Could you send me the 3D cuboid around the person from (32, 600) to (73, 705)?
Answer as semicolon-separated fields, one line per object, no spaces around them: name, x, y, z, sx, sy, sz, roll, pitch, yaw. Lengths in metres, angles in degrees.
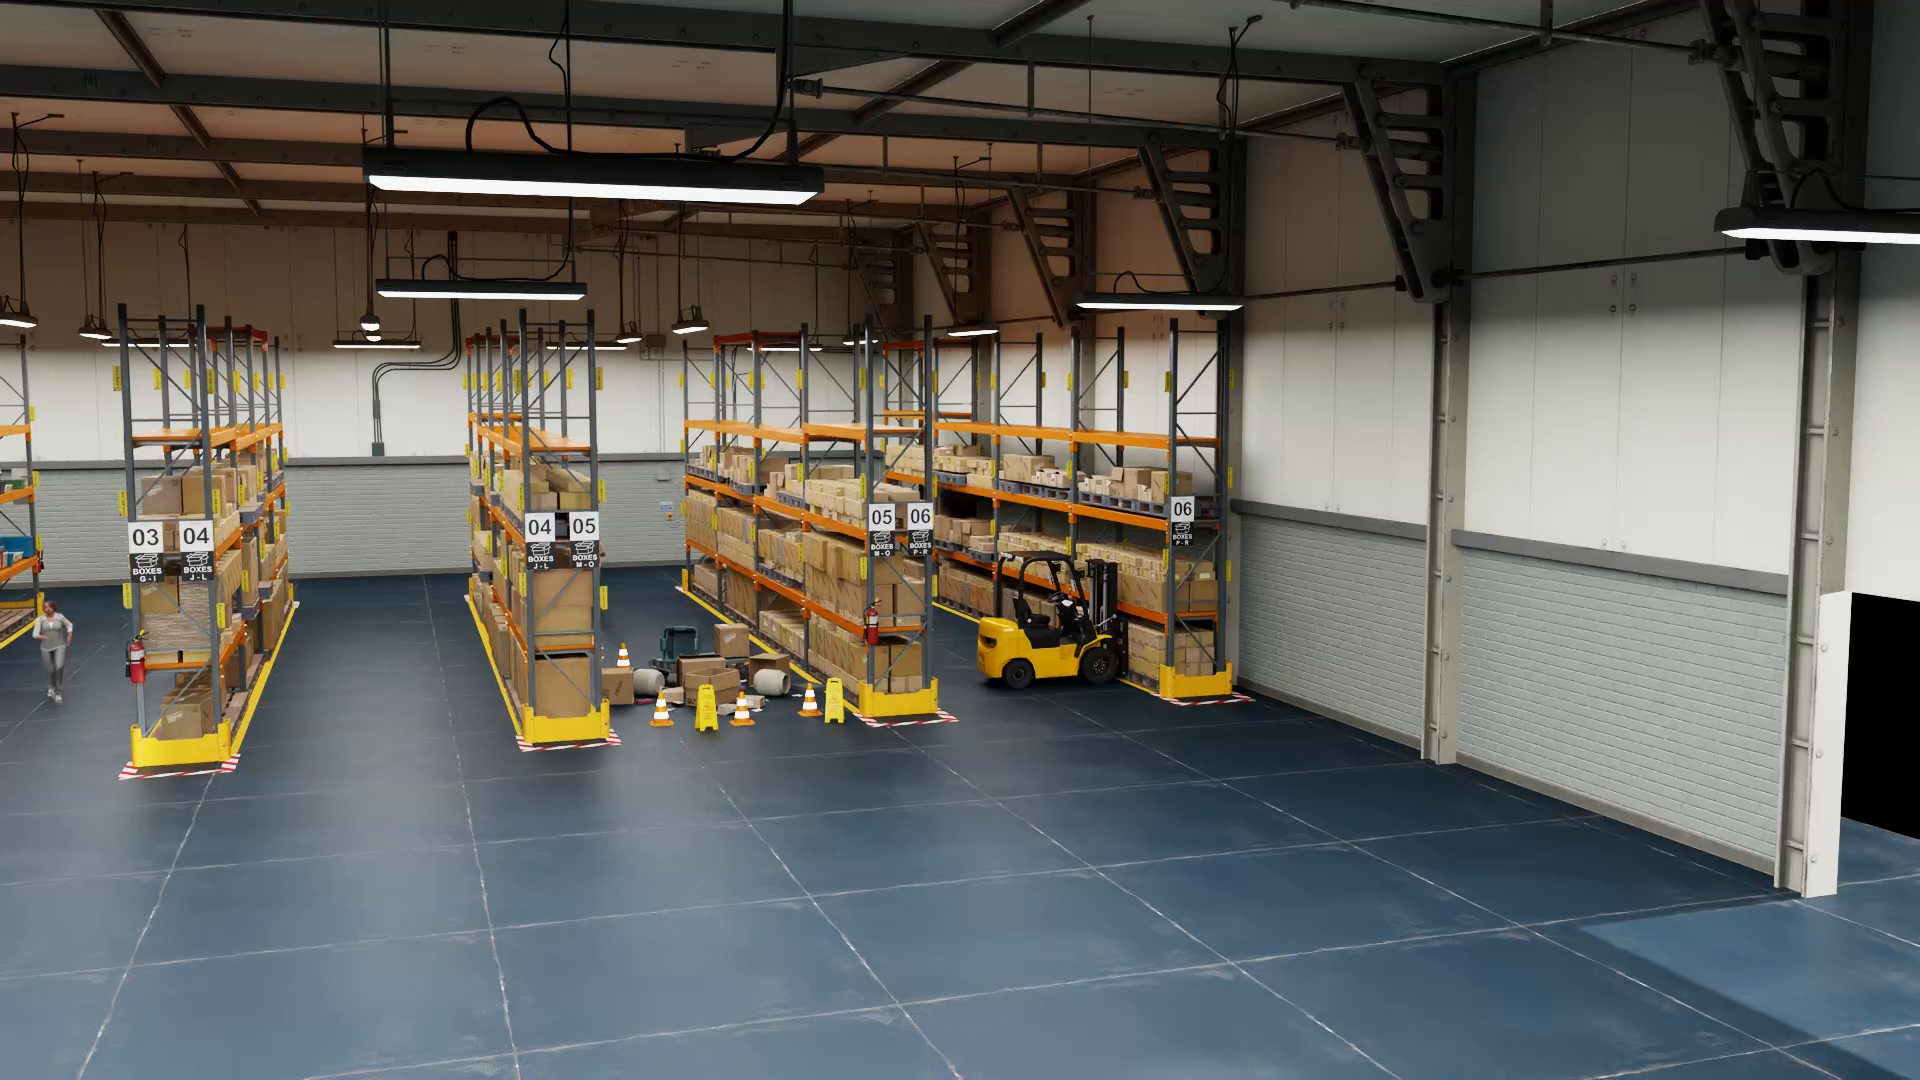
person;-14.227;1.746;26.090;0.541;1.625;0.732;-2;6;-24

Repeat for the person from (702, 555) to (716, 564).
person;-6.224;0.263;41.511;0.709;1.601;0.845;0;5;1

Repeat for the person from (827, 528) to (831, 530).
person;-2.880;0.435;36.028;0.737;1.733;0.549;-2;6;-19

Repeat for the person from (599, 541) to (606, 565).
person;-8.162;0.607;36.753;0.659;1.786;1.001;-2;6;-20
